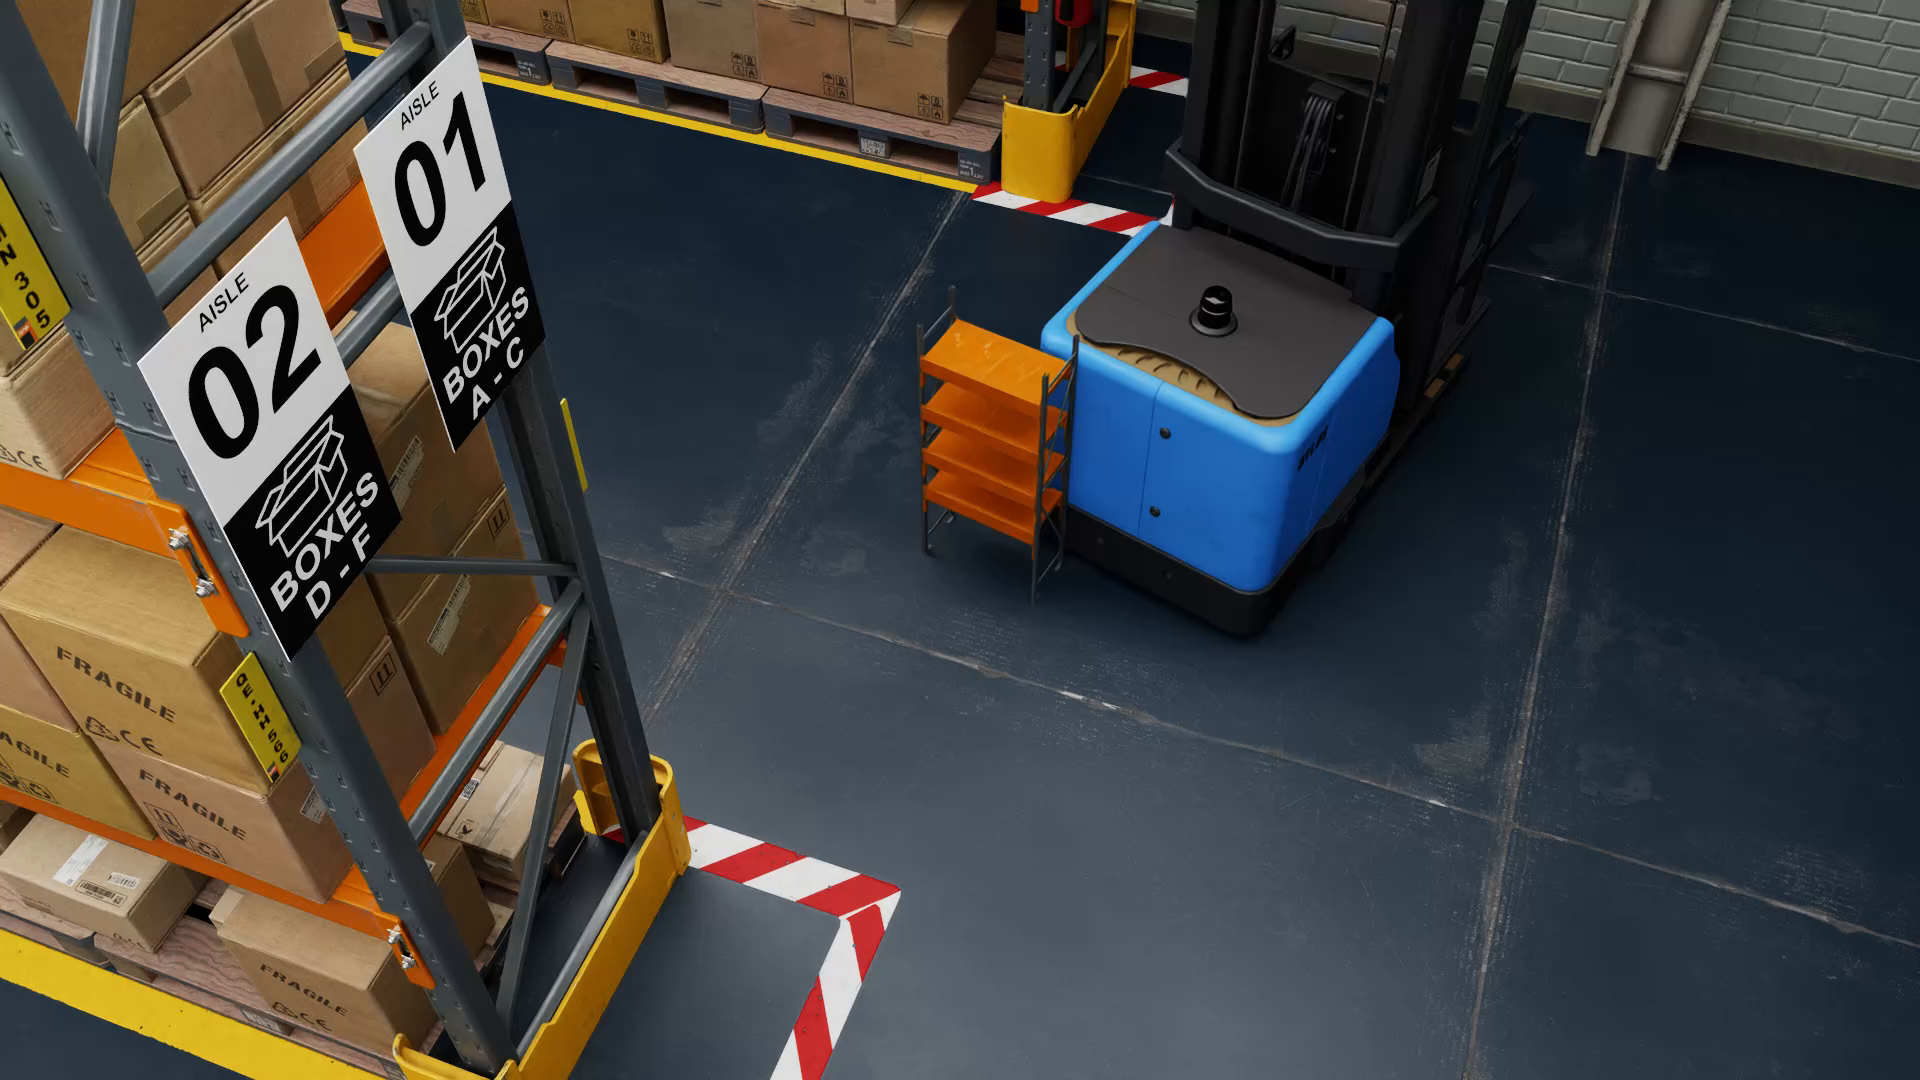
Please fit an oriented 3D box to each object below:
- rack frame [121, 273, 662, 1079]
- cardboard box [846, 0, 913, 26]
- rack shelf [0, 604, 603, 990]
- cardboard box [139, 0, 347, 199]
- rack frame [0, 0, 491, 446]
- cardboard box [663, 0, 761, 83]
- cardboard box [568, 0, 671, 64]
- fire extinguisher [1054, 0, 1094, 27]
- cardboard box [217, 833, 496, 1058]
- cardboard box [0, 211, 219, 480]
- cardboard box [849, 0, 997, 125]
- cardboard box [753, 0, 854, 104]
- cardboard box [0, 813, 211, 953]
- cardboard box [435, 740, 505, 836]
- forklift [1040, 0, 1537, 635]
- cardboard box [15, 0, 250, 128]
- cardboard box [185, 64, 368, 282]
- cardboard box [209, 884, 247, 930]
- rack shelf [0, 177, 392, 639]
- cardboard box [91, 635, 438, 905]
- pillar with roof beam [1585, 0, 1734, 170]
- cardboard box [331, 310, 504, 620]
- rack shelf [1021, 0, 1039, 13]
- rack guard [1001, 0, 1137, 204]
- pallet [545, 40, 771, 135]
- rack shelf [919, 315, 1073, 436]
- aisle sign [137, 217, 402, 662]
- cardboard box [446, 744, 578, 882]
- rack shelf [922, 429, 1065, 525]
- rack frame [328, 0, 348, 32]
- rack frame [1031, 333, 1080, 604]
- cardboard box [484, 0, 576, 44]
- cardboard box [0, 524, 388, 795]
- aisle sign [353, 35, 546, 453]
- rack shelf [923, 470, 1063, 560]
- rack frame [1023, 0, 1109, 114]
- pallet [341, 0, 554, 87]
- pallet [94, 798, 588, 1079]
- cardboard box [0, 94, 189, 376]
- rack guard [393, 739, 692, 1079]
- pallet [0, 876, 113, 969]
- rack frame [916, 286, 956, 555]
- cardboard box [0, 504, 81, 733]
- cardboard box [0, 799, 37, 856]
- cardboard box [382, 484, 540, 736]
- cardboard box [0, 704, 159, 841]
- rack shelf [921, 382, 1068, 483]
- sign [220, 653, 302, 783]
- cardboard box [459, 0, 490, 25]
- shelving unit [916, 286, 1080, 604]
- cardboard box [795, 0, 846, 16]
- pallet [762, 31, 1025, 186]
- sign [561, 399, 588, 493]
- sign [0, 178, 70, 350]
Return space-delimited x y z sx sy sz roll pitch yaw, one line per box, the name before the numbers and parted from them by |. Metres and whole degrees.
rack frame | -1.191 0.455 4.237 0.127 3.000 1.000 16 51 13
cardboard box | -0.353 -2.605 7.837 0.250 0.149 0.380 15 51 13
rack shelf | -3.067 0.167 4.963 4.000 0.370 1.077 16 51 13
cardboard box | -1.583 -0.961 3.248 0.500 0.250 0.500 16 51 13
rack frame | -1.191 -1.509 1.970 0.127 3.000 1.000 16 51 13
cardboard box | -1.111 -2.751 8.392 0.500 0.500 0.700 14 51 12
cardboard box | -1.613 -2.885 8.508 0.500 0.500 0.700 17 51 14
fire extinguisher | 0.504 -2.543 7.134 0.183 0.674 0.296 16 51 13
cardboard box | -1.786 1.162 4.987 0.500 0.500 0.500 16 51 13
cardboard box | -1.764 -0.426 3.115 0.500 0.250 0.500 16 51 13
cardboard box | -0.169 -2.488 8.164 0.500 0.500 0.700 16 51 13
cardboard box | -0.639 -2.619 8.278 0.500 0.500 0.700 15 51 13
cardboard box | -2.667 0.974 5.316 0.500 0.250 0.500 16 51 13
cardboard box | -1.699 0.821 5.504 0.250 0.166 0.380 16 51 13
forklift | 1.535 -1.688 6.140 1.130 2.935 3.031 28 55 22
cardboard box | -1.679 -1.010 2.794 0.500 0.500 0.700 16 51 13
cardboard box | -1.585 -0.793 3.433 0.500 0.250 0.500 16 51 13
cardboard box | -2.135 1.102 5.261 0.250 0.166 0.380 16 51 13
rack shelf | -3.067 -0.815 3.829 4.000 0.370 1.077 16 51 13
cardboard box | -1.706 0.498 4.134 0.500 0.500 0.500 17 51 14
pillar with roof beam | 1.863 -1.876 2.288 0.400 9.000 9.100 16 51 13
cardboard box | -1.516 -0.208 4.084 0.500 0.500 0.500 17 51 14
rack shelf | -1.354 -3.345 8.007 4.000 0.370 1.077 16 51 13
rack guard | 0.545 -2.232 8.220 0.348 0.500 1.175 16 51 13
pallet | -1.396 -2.618 8.746 1.213 0.211 1.003 16 51 13
rack shelf | 0.129 -0.577 5.803 0.480 0.148 0.258 24 53 19
aisle sign | -1.233 -0.161 3.051 0.004 0.787 0.394 16 51 13
cardboard box | -1.465 0.892 5.454 0.250 0.149 0.380 16 51 13
rack shelf | 0.129 -0.276 6.151 0.480 0.148 0.258 24 53 19
rack frame | -3.230 -4.104 8.189 0.127 3.000 1.000 16 51 13
rack frame | 0.339 -0.227 6.019 0.015 1.200 0.240 24 53 19
cardboard box | -2.094 -3.021 8.626 0.500 0.500 0.700 15 51 13
cardboard box | -1.704 0.174 3.753 0.500 0.500 0.500 15 51 13
aisle sign | -1.025 -0.586 3.419 0.004 0.787 0.394 16 51 13
rack shelf | 0.129 -0.146 6.301 0.480 0.148 0.258 24 53 19
rack frame | 0.522 -3.057 7.281 0.127 3.000 1.000 16 51 13
pallet | -2.544 -2.937 9.022 1.213 0.211 1.003 16 51 13
pallet | -2.011 1.141 5.488 1.213 0.211 1.003 16 51 13
cardboard box | -1.761 -0.595 2.931 0.500 0.250 0.500 16 51 13
rack guard | -1.262 1.254 5.199 0.348 0.500 1.175 16 51 13
pallet | -3.151 0.820 5.766 1.213 0.211 1.003 16 51 13
rack frame | -0.082 -0.413 6.181 0.015 1.200 0.240 24 53 19
cardboard box | -2.178 0.042 3.868 0.500 0.500 0.500 17 51 14
cardboard box | -3.179 0.570 5.499 0.637 0.503 0.797 16 51 13
cardboard box | -1.516 0.120 4.462 0.500 0.500 0.500 17 51 14
cardboard box | -2.193 0.365 4.249 0.500 0.500 0.500 16 51 13
rack shelf | 0.129 -0.422 5.982 0.480 0.148 0.258 24 53 19
sign | -1.402 0.361 3.344 0.005 0.325 0.100 16 51 13
cardboard box | -2.564 -3.155 8.742 0.500 0.500 0.700 16 51 14
shelving unit | 0.129 -0.320 6.100 0.503 1.200 0.258 24 53 19
cardboard box | -0.593 -2.672 7.894 0.250 0.149 0.380 17 51 14
pallet | -0.255 -2.298 8.468 1.213 0.211 1.003 16 51 13
sign | -1.003 -0.213 4.243 0.005 0.325 0.100 16 51 13
sign | -1.402 -0.429 2.432 0.005 0.325 0.100 16 51 13
